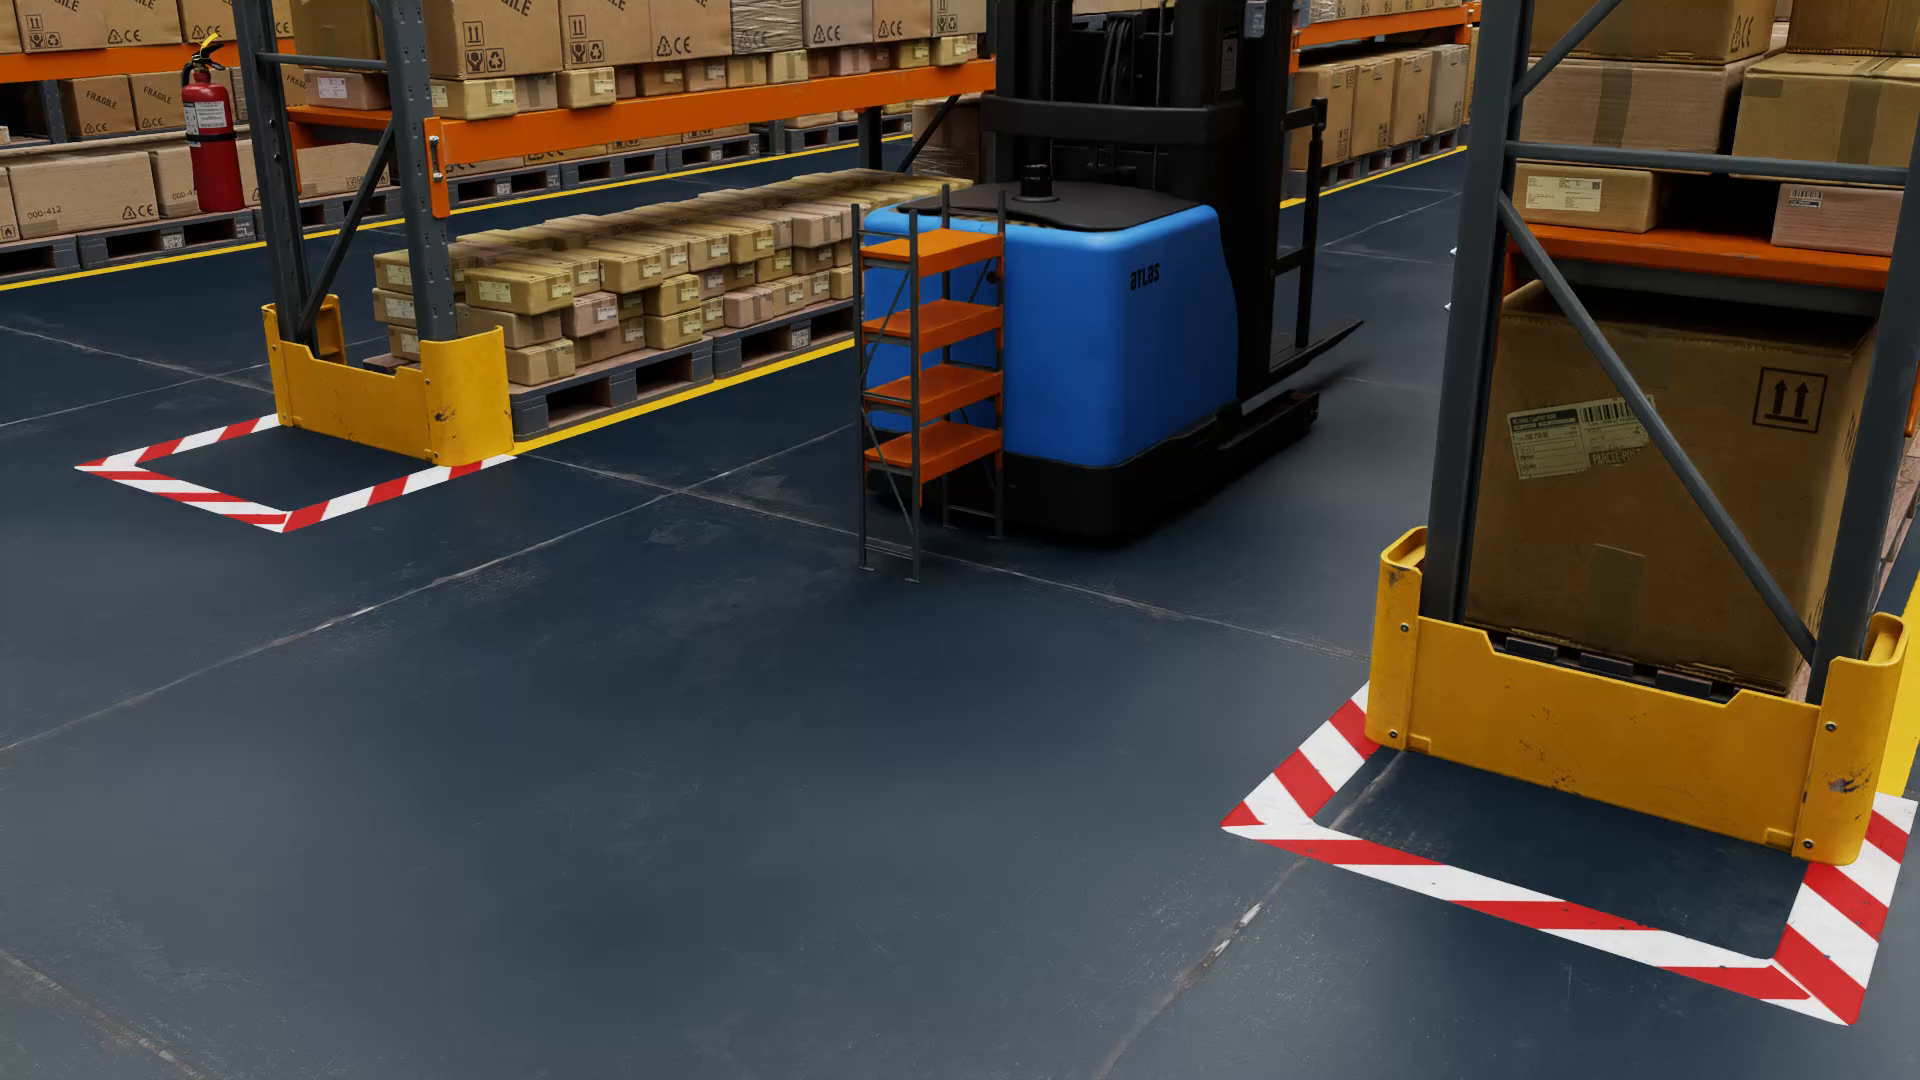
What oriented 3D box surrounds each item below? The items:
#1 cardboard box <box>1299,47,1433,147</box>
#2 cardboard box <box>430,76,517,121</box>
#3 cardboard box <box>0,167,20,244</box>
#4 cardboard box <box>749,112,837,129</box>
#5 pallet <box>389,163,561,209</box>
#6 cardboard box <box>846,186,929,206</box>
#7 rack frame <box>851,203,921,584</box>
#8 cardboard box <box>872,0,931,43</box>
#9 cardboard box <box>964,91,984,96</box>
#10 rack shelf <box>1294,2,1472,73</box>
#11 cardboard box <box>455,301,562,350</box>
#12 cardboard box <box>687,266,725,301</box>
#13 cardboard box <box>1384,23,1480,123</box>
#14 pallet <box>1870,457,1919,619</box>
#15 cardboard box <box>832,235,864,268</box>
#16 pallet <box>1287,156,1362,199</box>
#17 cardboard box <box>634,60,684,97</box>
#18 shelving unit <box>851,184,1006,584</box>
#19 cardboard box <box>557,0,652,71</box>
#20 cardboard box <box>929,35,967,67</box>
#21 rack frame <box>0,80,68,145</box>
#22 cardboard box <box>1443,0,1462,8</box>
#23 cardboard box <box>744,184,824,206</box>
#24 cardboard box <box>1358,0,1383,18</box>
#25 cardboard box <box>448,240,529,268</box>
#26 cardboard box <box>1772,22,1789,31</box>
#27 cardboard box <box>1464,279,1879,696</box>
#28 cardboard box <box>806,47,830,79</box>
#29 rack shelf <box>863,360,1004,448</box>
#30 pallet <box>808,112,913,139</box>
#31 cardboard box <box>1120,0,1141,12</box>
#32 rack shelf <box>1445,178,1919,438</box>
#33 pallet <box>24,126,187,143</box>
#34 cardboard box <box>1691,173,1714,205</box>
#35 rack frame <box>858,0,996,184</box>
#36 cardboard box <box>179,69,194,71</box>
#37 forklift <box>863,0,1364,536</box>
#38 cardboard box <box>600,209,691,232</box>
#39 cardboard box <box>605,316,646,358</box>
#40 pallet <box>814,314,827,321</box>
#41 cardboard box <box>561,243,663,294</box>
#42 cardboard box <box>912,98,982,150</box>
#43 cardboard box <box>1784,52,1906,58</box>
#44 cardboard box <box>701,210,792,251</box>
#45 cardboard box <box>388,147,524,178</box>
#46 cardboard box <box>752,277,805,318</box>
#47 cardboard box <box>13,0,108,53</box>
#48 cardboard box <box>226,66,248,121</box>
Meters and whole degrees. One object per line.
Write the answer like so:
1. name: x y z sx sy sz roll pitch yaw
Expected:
1. cardboard box: 3.514 -3.938 14.726 1.050 0.750 0.750 13 24 32
2. cardboard box: -1.959 -1.736 6.498 0.380 0.149 0.250 13 24 31
3. cardboard box: -6.274 -1.966 9.843 0.875 0.438 0.875 12 24 30
4. cardboard box: -1.740 -4.182 15.928 0.950 0.372 0.625 11 23 28
5. pallet: -3.943 -2.838 13.132 1.003 0.211 1.213 13 24 32
6. cardboard box: -0.393 -1.805 8.968 0.380 0.149 0.250 13 24 31
7. rack frame: -0.230 -0.445 5.239 0.240 1.200 0.015 13 24 32
8. cardboard box: -0.494 -2.817 8.483 0.500 0.500 0.500 13 24 30
9. cardboard box: -0.110 -5.018 18.190 0.950 0.372 0.625 14 24 33
10. rack shelf: 3.210 -4.357 14.257 1.077 0.370 4.000 13 24 32
11. cardboard box: -1.905 -0.925 7.017 0.380 0.149 0.250 14 25 34
12. cardboard box: -1.335 -1.227 7.834 0.380 0.149 0.250 12 23 29
13. cardboard box: 4.745 -4.636 16.430 0.875 0.875 0.875 14 24 33
14. pallet: 2.705 -0.114 5.770 1.003 0.211 1.213 13 24 32
15. cardboard box: -0.705 -1.530 8.652 0.380 0.149 0.250 14 24 33
16. pallet: 2.591 -3.024 13.637 1.003 0.211 1.213 13 24 32
17. cardboard box: -1.449 -2.058 7.368 0.380 0.149 0.250 13 24 31
18. shelving unit: -0.093 -0.515 5.428 0.258 1.200 0.503 13 24 32
19. cardboard box: -1.651 -2.245 6.938 0.500 0.500 0.500 13 24 32
20. cardboard box: -0.185 -2.632 8.920 0.380 0.149 0.250 13 24 30
21. rack frame: -8.421 -4.876 14.624 1.000 3.000 0.127 13 24 32
22. cardboard box: 4.262 -5.113 15.121 0.500 0.500 0.500 13 24 32
23. cardboard box: -0.961 -1.824 9.020 0.380 0.149 0.250 13 24 30
24. cardboard box: 3.128 -4.535 13.556 0.500 0.500 0.500 13 24 32
25. cardboard box: -2.135 -1.226 7.403 0.380 0.149 0.250 14 24 33
26. cardboard box: 2.547 -1.531 5.367 0.500 0.250 0.500 13 24 32
27. cardboard box: 1.927 -0.229 4.517 0.875 0.875 0.875 13 24 32
28. cardboard box: -0.865 -2.352 8.161 0.380 0.149 0.250 13 24 31
29. rack shelf: -0.093 -0.452 5.451 0.258 0.148 0.480 13 24 32
30. pallet: -0.938 -4.322 17.144 1.003 0.211 1.213 13 24 32
31. cardboard box: 0.875 -3.299 10.116 0.380 0.149 0.250 14 24 32
32. rack shelf: 2.758 -1.065 5.358 1.077 0.370 4.000 13 24 32
33. pallet: -7.995 -3.809 15.759 1.003 0.211 1.213 13 24 32
34. cardboard box: 1.849 -1.025 4.573 0.380 0.149 0.250 13 24 32
35. rack frame: -0.163 -2.973 9.478 1.000 3.000 0.127 13 24 32
36. cardboard box: -7.459 -4.572 15.865 0.380 0.149 0.250 13 24 32
37. forklift: 0.856 -1.849 6.538 1.130 2.935 3.031 12 24 30
38. cardboard box: -1.552 -1.529 8.222 0.380 0.149 0.250 12 24 30
39. cardboard box: -1.639 -0.937 7.477 0.380 0.149 0.250 14 24 32
40. pallet: -0.512 -1.465 9.423 1.003 0.211 1.213 13 24 32
41. cardboard box: -1.533 -1.198 7.327 0.380 0.149 0.250 13 24 32
42. cardboard box: 0.046 -2.612 10.420 0.500 0.250 0.500 13 24 30
43. cardboard box: 2.413 -1.134 4.293 0.500 0.250 0.500 13 24 31
44. cardboard box: -1.051 -1.520 8.198 0.380 0.149 0.250 13 24 32
45. cardboard box: -4.032 -3.303 12.829 0.875 0.875 0.875 14 25 33
46. cardboard box: -0.994 -1.219 8.242 0.380 0.149 0.250 13 24 32
47. cardboard box: -5.493 -3.183 9.903 0.500 0.500 0.500 13 24 32
48. cardboard box: -7.091 -4.440 16.443 0.500 0.500 0.500 12 24 30
